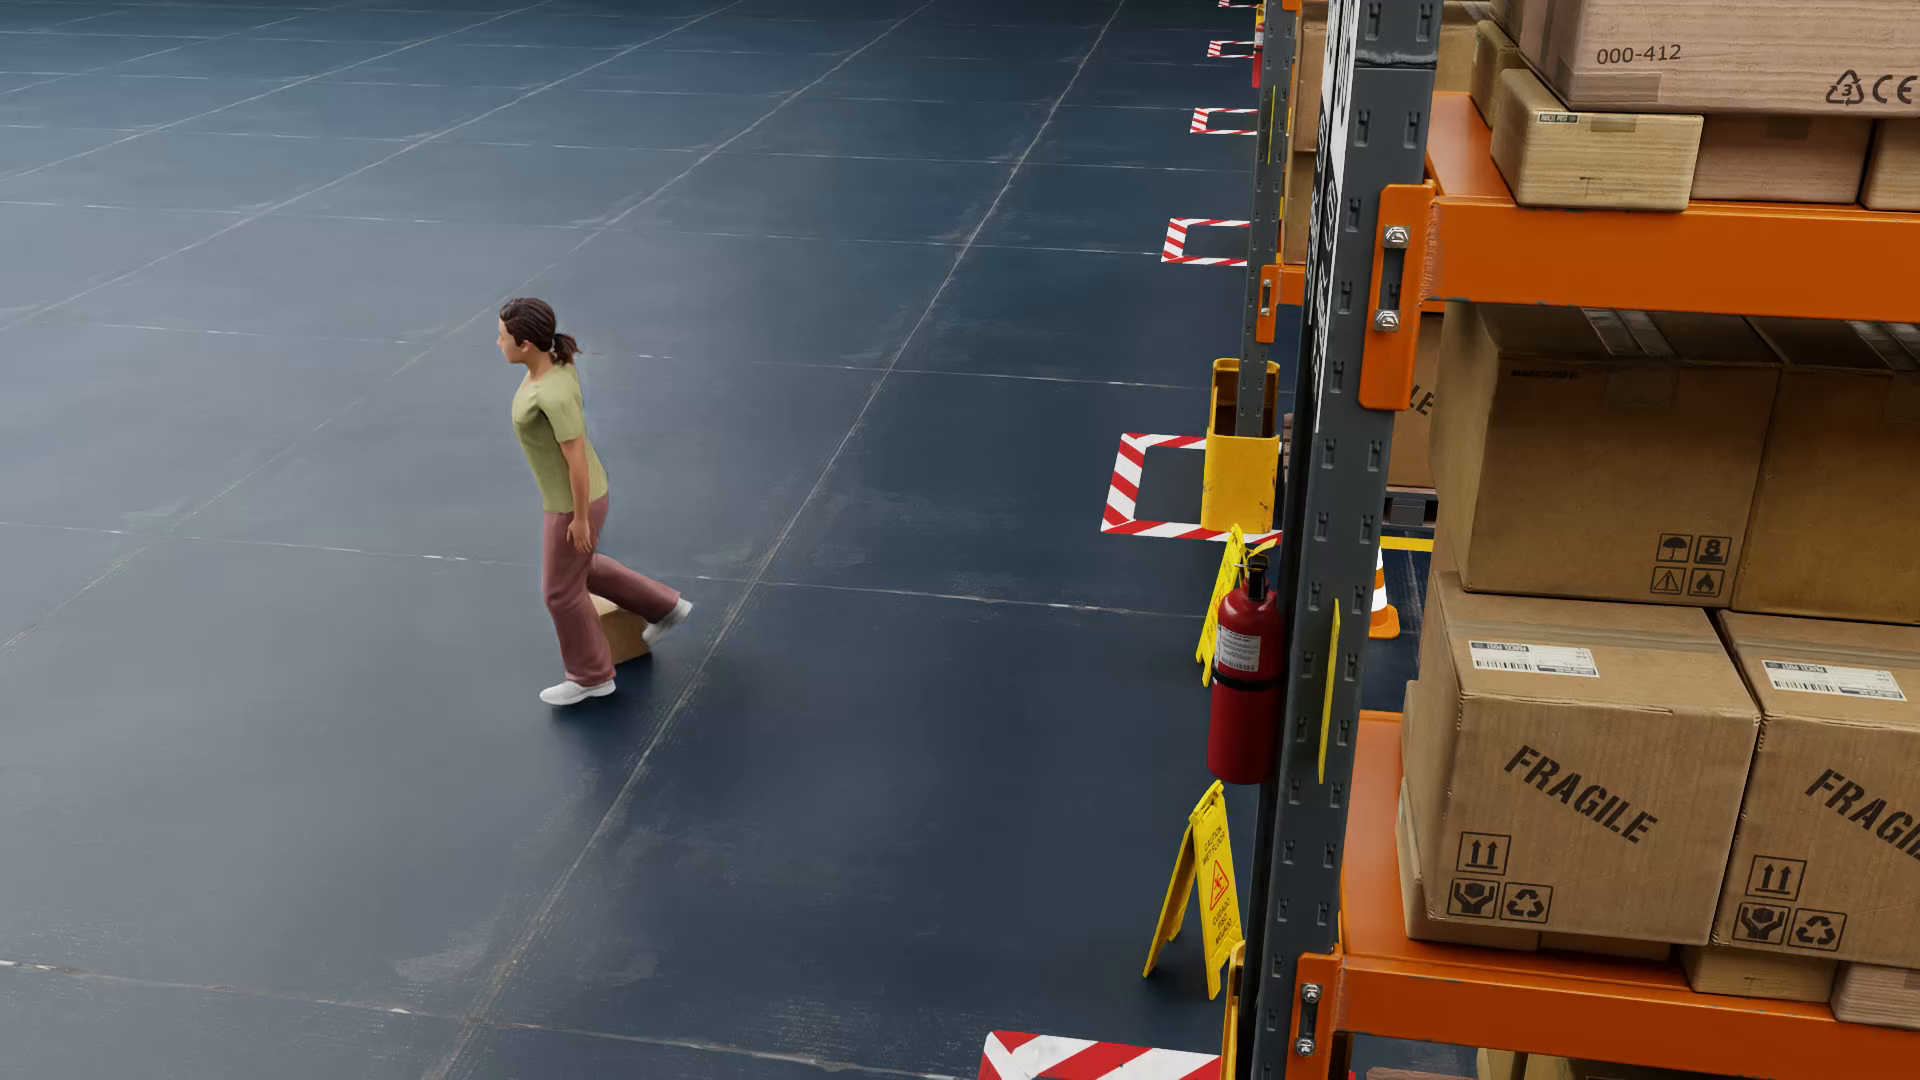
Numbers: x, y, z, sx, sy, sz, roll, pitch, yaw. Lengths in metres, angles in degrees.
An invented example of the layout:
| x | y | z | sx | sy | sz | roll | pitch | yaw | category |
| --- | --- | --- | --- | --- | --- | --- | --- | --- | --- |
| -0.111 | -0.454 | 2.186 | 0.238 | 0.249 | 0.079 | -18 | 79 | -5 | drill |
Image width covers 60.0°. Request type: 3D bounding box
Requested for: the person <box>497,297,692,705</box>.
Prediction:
| x | y | z | sx | sy | sz | roll | pitch | yaw | category |
| --- | --- | --- | --- | --- | --- | --- | --- | --- | --- |
| -1.389 | -0.169 | 6.452 | 0.644 | 1.654 | 0.502 | -6 | 26 | -13 | person |
